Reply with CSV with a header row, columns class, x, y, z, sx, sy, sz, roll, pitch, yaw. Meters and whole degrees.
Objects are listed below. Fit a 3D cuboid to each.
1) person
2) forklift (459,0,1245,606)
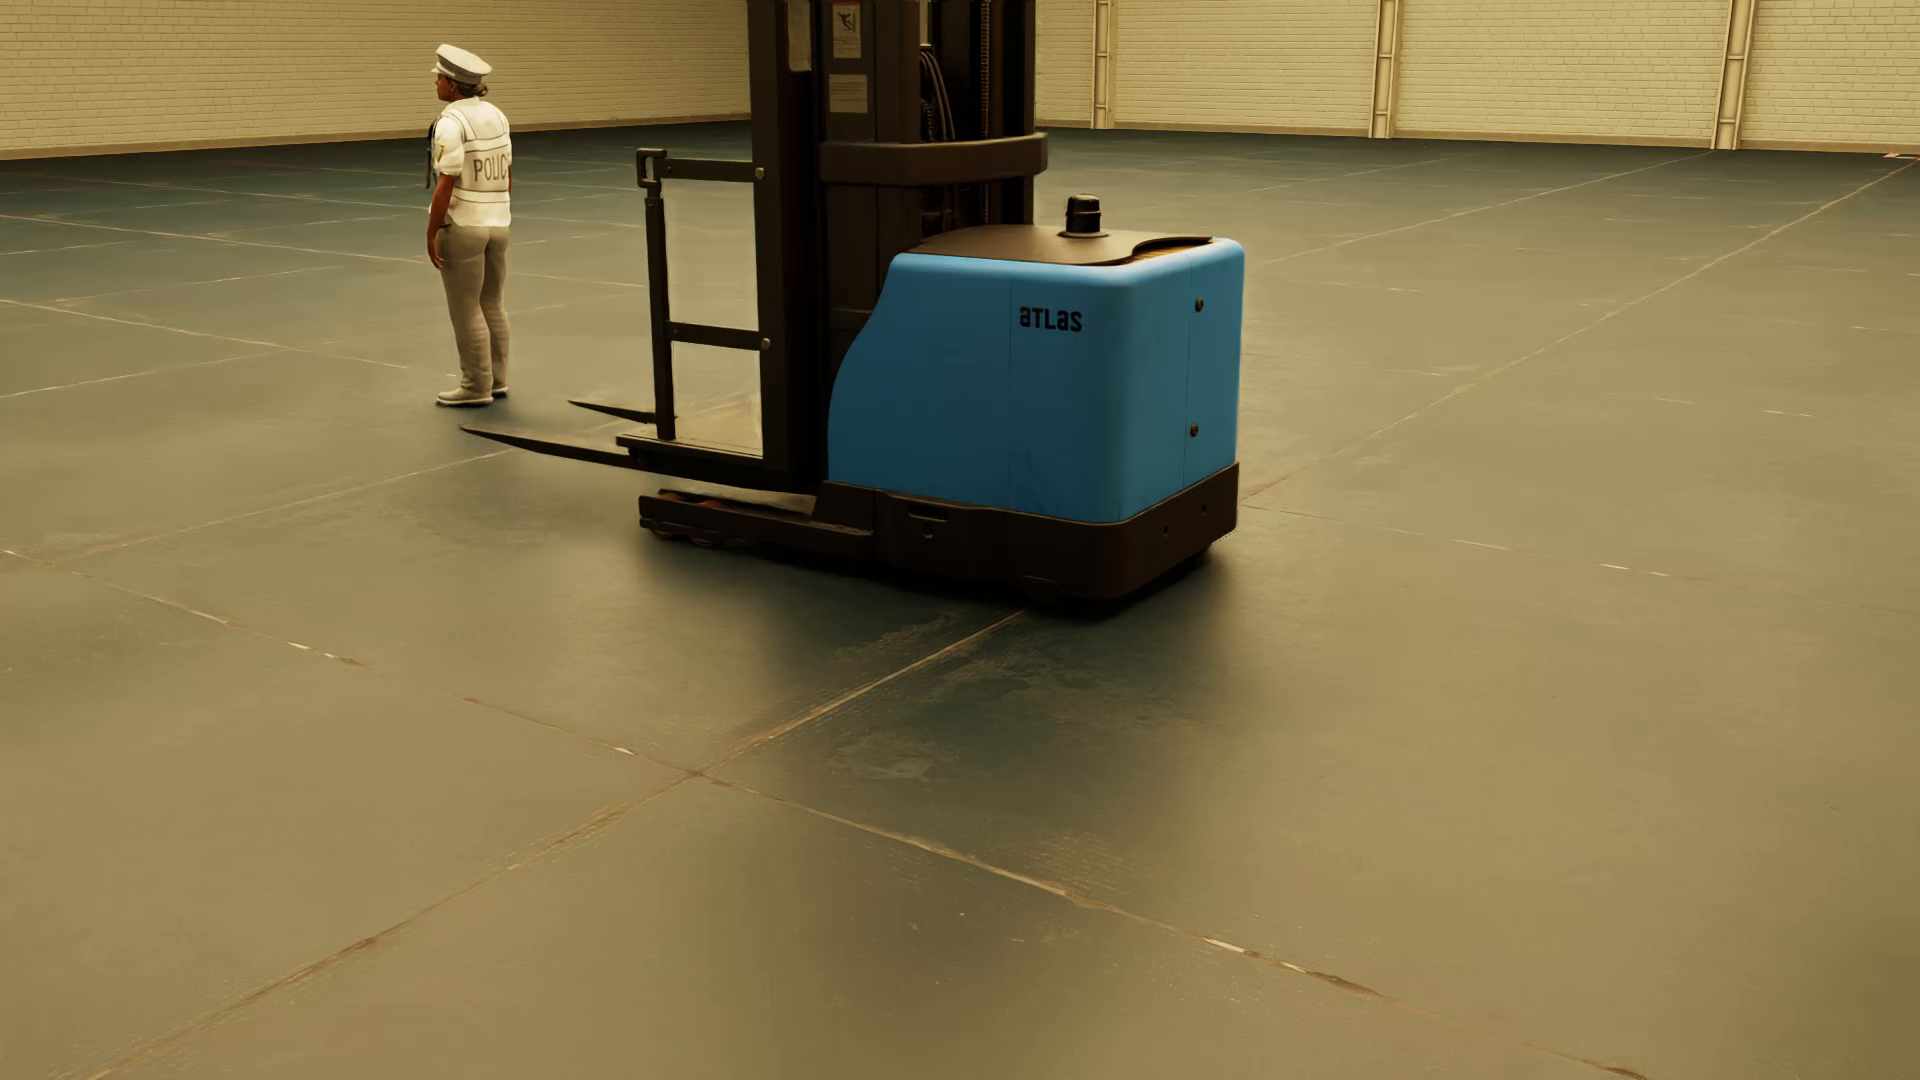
class,x,y,z,sx,sy,sz,roll,pitch,yaw
person,-2.391,-1.493,7.974,0.512,1.702,0.554,7,18,22
forklift,-0.553,-1.496,5.836,3.031,2.935,1.130,10,19,30
